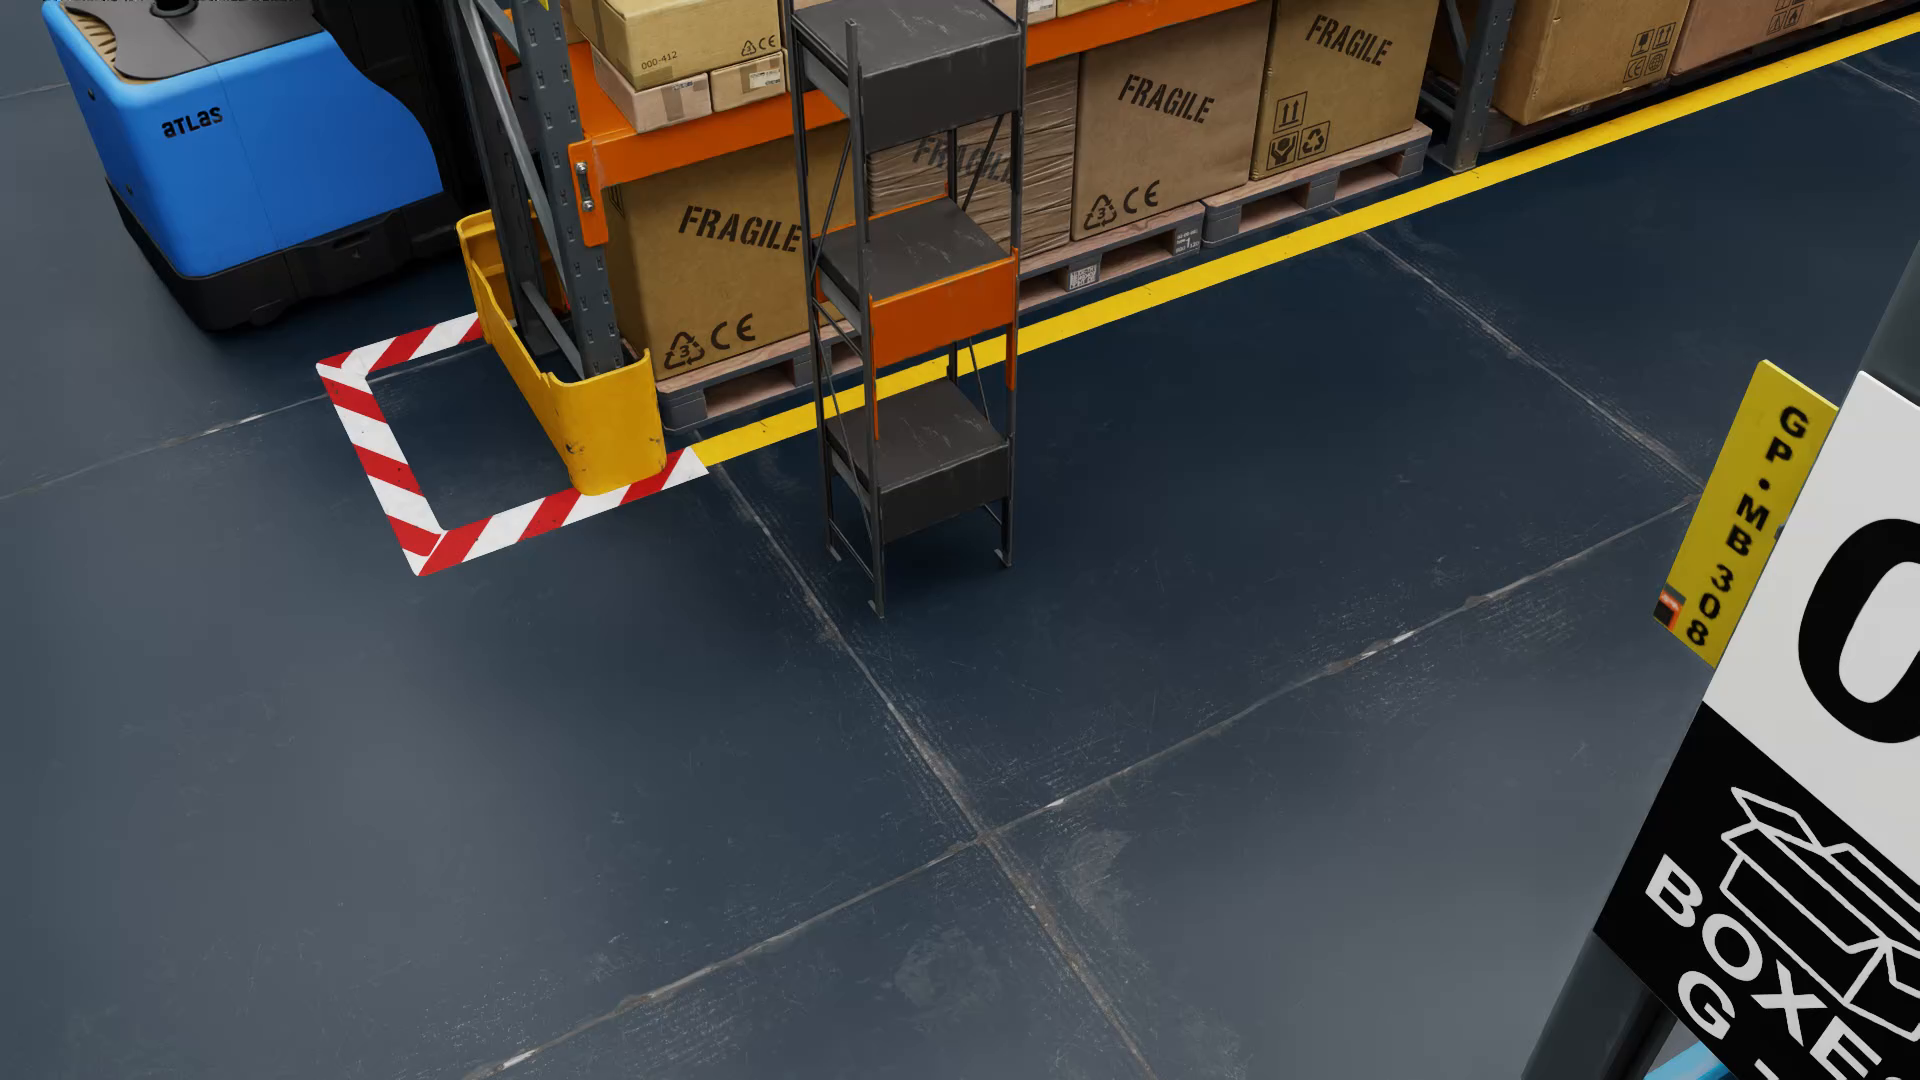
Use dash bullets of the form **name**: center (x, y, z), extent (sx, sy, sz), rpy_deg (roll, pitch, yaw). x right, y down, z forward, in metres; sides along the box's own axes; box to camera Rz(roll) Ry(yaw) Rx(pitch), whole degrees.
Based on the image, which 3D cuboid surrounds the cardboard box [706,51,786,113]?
- **cardboard box**: center (-0.763, -1.560, 5.384), extent (0.250, 0.149, 0.380), rpy_deg (-22, 48, -22)

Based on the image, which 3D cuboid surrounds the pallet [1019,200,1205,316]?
- **pallet**: center (0.254, -1.381, 7.021), extent (1.213, 0.211, 1.003), rpy_deg (-22, 48, -21)

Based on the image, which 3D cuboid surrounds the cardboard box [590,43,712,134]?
- **cardboard box**: center (-0.985, -1.470, 5.292), extent (0.250, 0.149, 0.380), rpy_deg (-21, 48, -21)

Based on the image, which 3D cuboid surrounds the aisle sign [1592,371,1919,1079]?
- **aisle sign**: center (0.802, 0.269, 1.452), extent (0.004, 0.787, 0.394), rpy_deg (-22, 48, -21)

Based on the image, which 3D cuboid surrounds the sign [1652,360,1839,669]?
- **sign**: center (0.722, -0.011, 1.529), extent (0.005, 0.325, 0.100), rpy_deg (-22, 48, -21)

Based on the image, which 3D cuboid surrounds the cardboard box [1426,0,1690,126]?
- **cardboard box**: center (2.556, -2.647, 7.548), extent (0.875, 0.875, 1.225), rpy_deg (-22, 48, -21)

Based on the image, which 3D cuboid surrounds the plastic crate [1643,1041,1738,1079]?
- **plastic crate**: center (1.208, 1.091, 2.403), extent (0.499, 0.435, 0.616), rpy_deg (-22, 48, -21)

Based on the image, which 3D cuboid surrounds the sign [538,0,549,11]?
- **sign**: center (-1.186, -1.638, 4.606), extent (0.005, 0.325, 0.100), rpy_deg (-22, 48, -21)

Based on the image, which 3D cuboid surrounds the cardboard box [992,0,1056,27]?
- **cardboard box**: center (0.129, -1.918, 5.753), extent (0.250, 0.149, 0.380), rpy_deg (-22, 48, -21)

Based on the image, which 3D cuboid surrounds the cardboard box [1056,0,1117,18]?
- **cardboard box**: center (0.348, -2.005, 5.842), extent (0.250, 0.149, 0.380), rpy_deg (-23, 49, -22)

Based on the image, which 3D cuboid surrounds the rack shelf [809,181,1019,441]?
- **rack shelf**: center (-0.144, -0.686, 4.969), extent (0.480, 0.518, 0.431), rpy_deg (-22, 48, -21)

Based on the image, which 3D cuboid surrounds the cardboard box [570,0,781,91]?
- **cardboard box**: center (-0.906, -1.693, 5.235), extent (0.500, 0.250, 0.500), rpy_deg (-23, 49, -22)

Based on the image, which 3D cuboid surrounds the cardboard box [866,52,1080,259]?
- **cardboard box**: center (-0.153, -1.611, 6.480), extent (0.875, 0.875, 0.875), rpy_deg (-22, 48, -21)

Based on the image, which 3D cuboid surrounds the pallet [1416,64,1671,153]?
- **pallet**: center (2.643, -2.337, 8.006), extent (1.213, 0.211, 1.003), rpy_deg (-22, 48, -21)

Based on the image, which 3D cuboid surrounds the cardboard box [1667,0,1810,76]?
- **cardboard box**: center (3.331, -2.957, 7.867), extent (0.875, 0.875, 1.225), rpy_deg (-23, 49, -22)

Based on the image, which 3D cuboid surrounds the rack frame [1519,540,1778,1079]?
- **rack frame**: center (1.011, 1.354, 2.201), extent (0.127, 3.000, 1.000), rpy_deg (-22, 48, -21)

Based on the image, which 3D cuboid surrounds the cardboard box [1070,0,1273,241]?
- **cardboard box**: center (0.619, -1.920, 6.798), extent (0.875, 0.875, 0.875), rpy_deg (-22, 48, -21)

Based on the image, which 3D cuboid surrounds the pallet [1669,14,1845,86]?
- **pallet**: center (3.702, -2.763, 8.445), extent (1.213, 0.211, 1.003), rpy_deg (-22, 48, -21)

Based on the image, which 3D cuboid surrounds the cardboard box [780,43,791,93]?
- **cardboard box**: center (-0.541, -1.649, 5.476), extent (0.250, 0.149, 0.380), rpy_deg (-23, 49, -22)

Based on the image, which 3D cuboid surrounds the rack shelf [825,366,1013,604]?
- **rack shelf**: center (-0.144, -0.184, 5.457), extent (0.480, 0.518, 0.431), rpy_deg (-22, 48, -21)

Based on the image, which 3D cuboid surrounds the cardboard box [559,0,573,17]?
- **cardboard box**: center (-1.169, -2.018, 5.570), extent (0.500, 0.250, 0.500), rpy_deg (-23, 48, -22)

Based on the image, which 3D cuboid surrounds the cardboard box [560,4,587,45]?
- **cardboard box**: center (-1.312, -1.869, 5.702), extent (0.250, 0.149, 0.380), rpy_deg (-21, 48, -20)

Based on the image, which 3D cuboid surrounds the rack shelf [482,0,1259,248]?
- **rack shelf**: center (0.277, -2.072, 6.248), extent (4.000, 0.370, 1.077), rpy_deg (-22, 48, -21)

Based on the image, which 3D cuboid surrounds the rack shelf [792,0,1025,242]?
- **rack shelf**: center (-0.144, -1.189, 4.482), extent (0.480, 0.518, 0.431), rpy_deg (-22, 48, -21)

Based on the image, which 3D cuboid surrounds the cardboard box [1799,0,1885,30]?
- **cardboard box**: center (4.094, -3.269, 8.189), extent (0.875, 0.875, 1.225), rpy_deg (-22, 48, -21)

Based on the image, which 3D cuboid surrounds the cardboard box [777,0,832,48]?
- **cardboard box**: center (-0.459, -1.877, 5.425), extent (0.500, 0.250, 0.500), rpy_deg (-22, 48, -21)

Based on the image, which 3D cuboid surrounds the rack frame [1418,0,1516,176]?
- **rack frame**: center (2.011, -3.024, 6.713), extent (0.127, 3.000, 1.000), rpy_deg (-22, 48, -21)

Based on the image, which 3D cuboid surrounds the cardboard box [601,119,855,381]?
- **cardboard box**: center (-0.942, -1.295, 6.155), extent (0.875, 0.875, 0.875), rpy_deg (-22, 48, -21)

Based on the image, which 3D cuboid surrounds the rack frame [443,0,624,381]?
- **rack frame**: center (-1.457, -1.637, 5.283), extent (0.127, 3.000, 1.000), rpy_deg (-22, 48, -21)

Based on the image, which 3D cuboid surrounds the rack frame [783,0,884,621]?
- **rack frame**: center (-0.355, -0.611, 4.872), extent (0.015, 2.100, 0.400), rpy_deg (-22, 48, -21)

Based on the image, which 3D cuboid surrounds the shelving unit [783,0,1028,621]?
- **shelving unit**: center (-0.144, -0.696, 4.960), extent (0.503, 2.100, 0.431), rpy_deg (-22, 48, -21)

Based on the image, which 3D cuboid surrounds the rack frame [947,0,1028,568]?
- **rack frame**: center (0.068, -0.781, 5.047), extent (0.015, 2.100, 0.400), rpy_deg (-22, 48, -21)

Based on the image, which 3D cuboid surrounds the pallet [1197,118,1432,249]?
- **pallet**: center (1.313, -1.807, 7.461), extent (1.213, 0.211, 1.003), rpy_deg (-22, 48, -21)

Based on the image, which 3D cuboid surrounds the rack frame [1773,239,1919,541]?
- **rack frame**: center (1.011, -0.799, 0.111), extent (0.127, 3.000, 1.000), rpy_deg (-22, 48, -21)

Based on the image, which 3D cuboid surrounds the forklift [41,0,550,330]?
- **forklift**: center (-2.052, -2.722, 6.450), extent (3.031, 2.935, 1.130), rpy_deg (-28, 51, -26)

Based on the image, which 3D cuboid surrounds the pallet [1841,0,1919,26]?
- **pallet**: center (4.759, -3.183, 8.879), extent (1.213, 0.211, 1.003), rpy_deg (-22, 48, -21)

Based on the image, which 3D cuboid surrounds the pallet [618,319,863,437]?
- **pallet**: center (-0.803, -0.961, 6.588), extent (1.213, 0.211, 1.003), rpy_deg (-22, 48, -21)

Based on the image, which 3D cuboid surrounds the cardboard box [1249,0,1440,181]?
- **cardboard box**: center (1.399, -2.232, 7.120), extent (0.875, 0.875, 0.875), rpy_deg (-22, 48, -21)

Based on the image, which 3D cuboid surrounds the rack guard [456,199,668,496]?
- **rack guard**: center (-1.478, -0.731, 6.144), extent (0.348, 0.500, 1.175), rpy_deg (-22, 48, -21)
